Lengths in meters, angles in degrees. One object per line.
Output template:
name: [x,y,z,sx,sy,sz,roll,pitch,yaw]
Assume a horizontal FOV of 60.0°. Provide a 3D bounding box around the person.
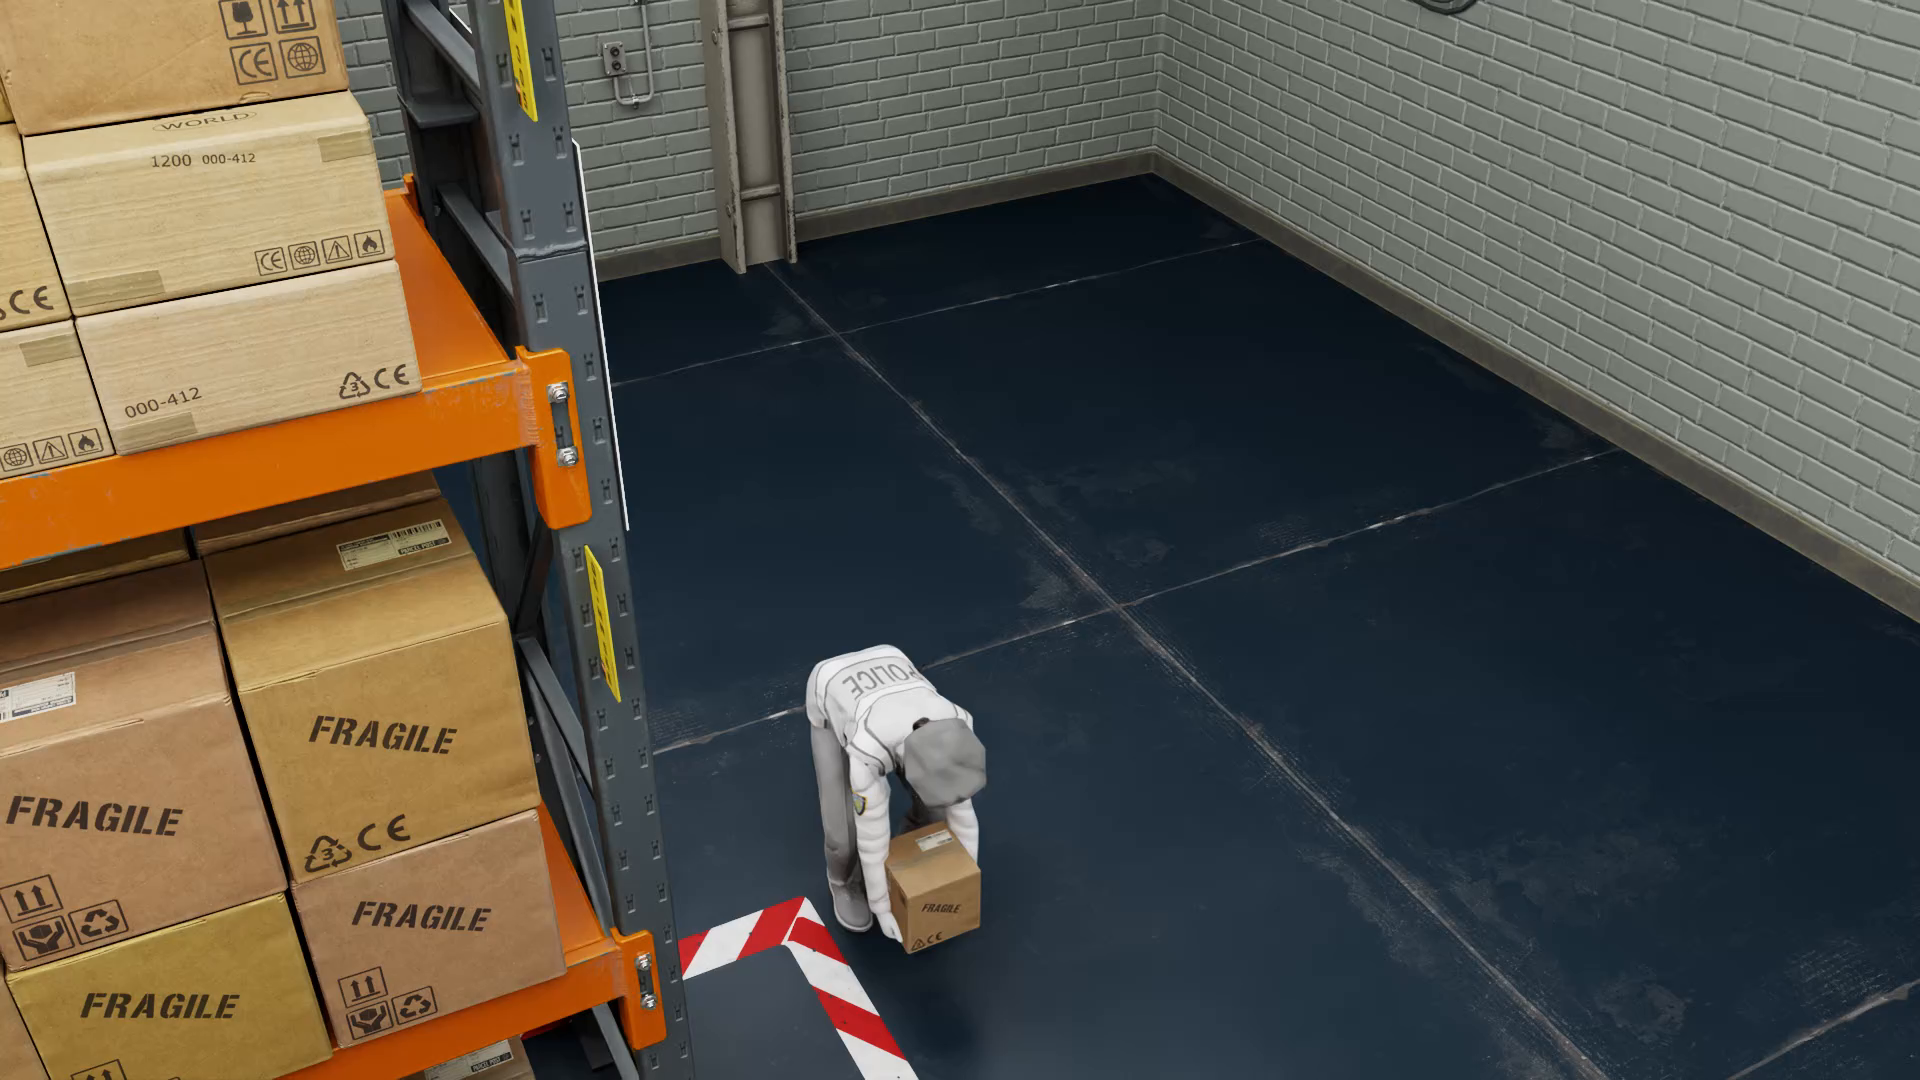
person: [-0.191,0.859,5.304,0.440,1.145,0.915,-14,36,-20]
